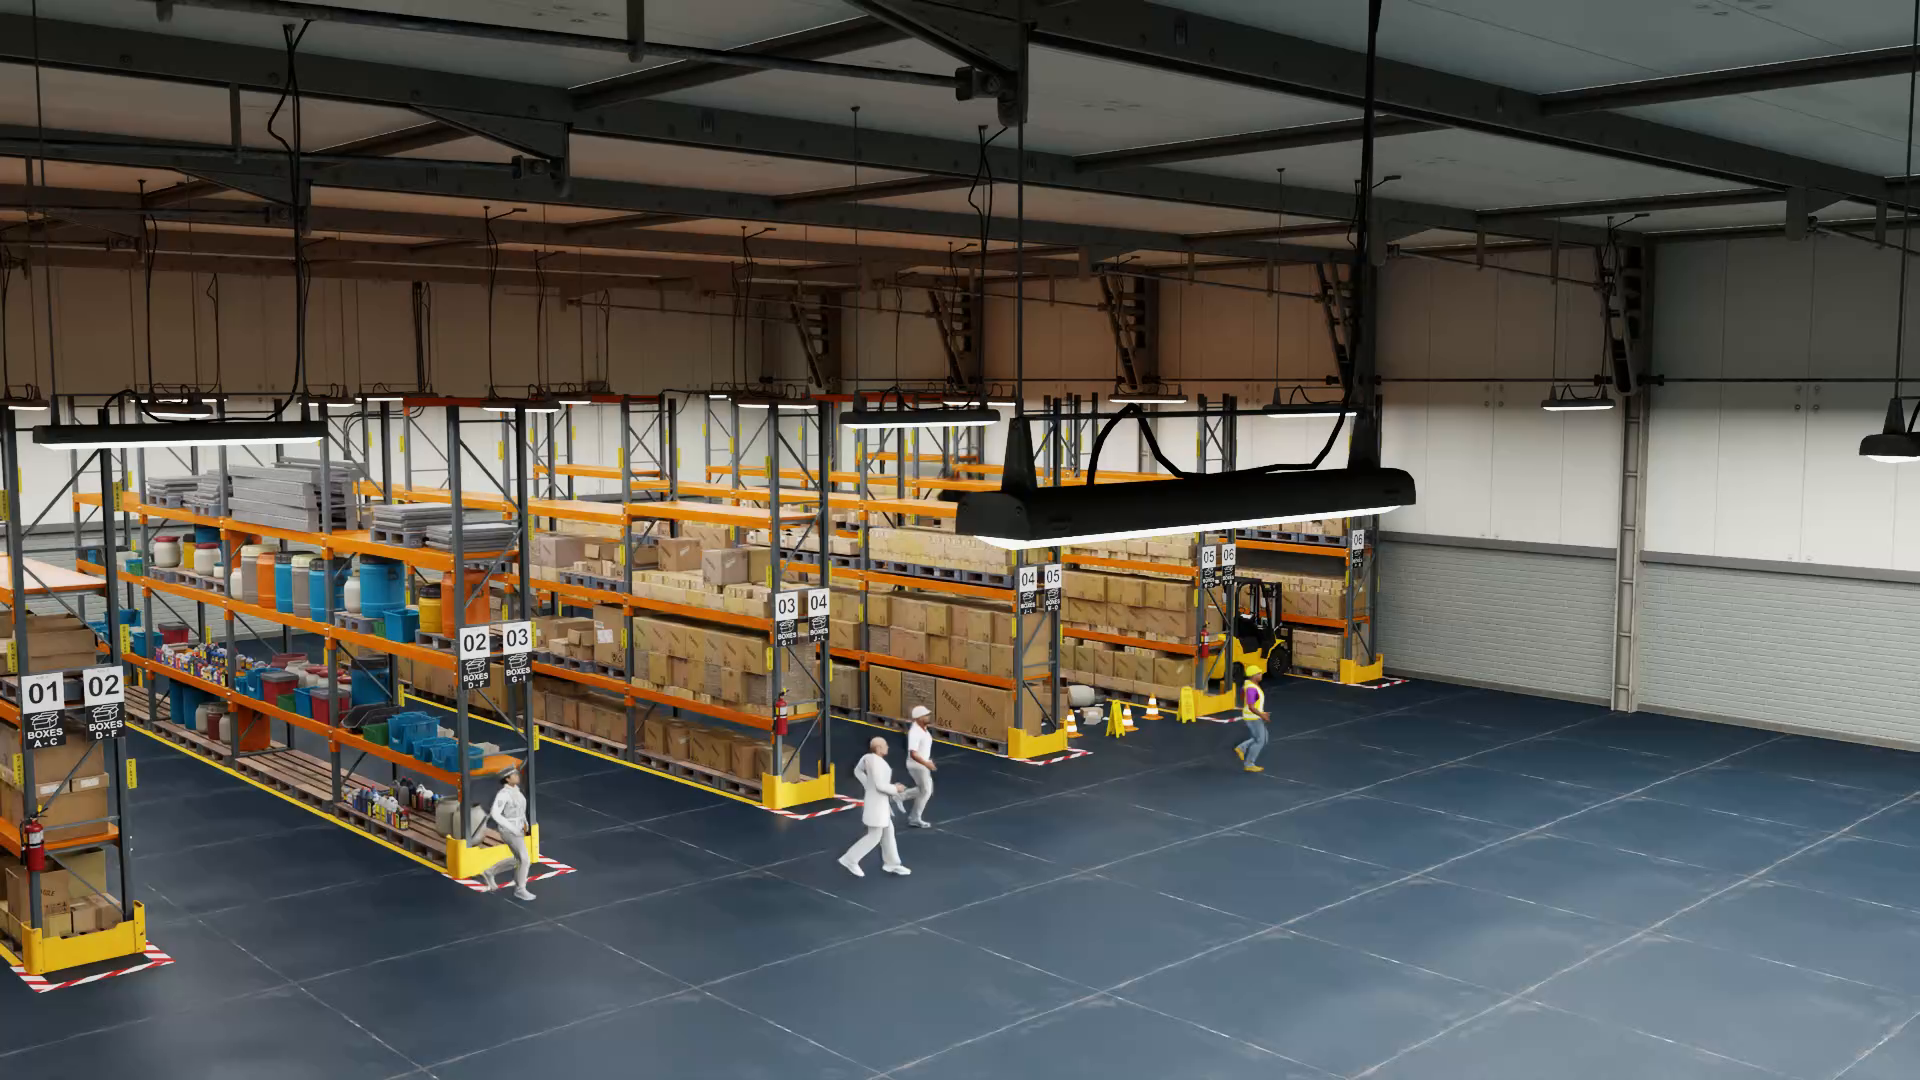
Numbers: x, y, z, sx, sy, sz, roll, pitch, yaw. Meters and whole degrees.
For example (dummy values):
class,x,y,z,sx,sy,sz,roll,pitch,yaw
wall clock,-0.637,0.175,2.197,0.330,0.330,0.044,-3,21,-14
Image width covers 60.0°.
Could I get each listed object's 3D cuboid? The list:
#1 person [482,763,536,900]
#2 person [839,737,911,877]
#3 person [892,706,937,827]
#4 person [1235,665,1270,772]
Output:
class,x,y,z,sx,sy,sz,roll,pitch,yaw
person,-5.509,3.555,20.307,0.651,1.685,0.657,0,6,1
person,-1.060,3.397,21.144,0.898,1.807,0.730,-1,6,-12
person,-0.643,3.200,23.600,0.663,1.731,0.706,0,6,4
person,4.730,2.876,26.901,0.544,1.725,0.704,0,6,4
